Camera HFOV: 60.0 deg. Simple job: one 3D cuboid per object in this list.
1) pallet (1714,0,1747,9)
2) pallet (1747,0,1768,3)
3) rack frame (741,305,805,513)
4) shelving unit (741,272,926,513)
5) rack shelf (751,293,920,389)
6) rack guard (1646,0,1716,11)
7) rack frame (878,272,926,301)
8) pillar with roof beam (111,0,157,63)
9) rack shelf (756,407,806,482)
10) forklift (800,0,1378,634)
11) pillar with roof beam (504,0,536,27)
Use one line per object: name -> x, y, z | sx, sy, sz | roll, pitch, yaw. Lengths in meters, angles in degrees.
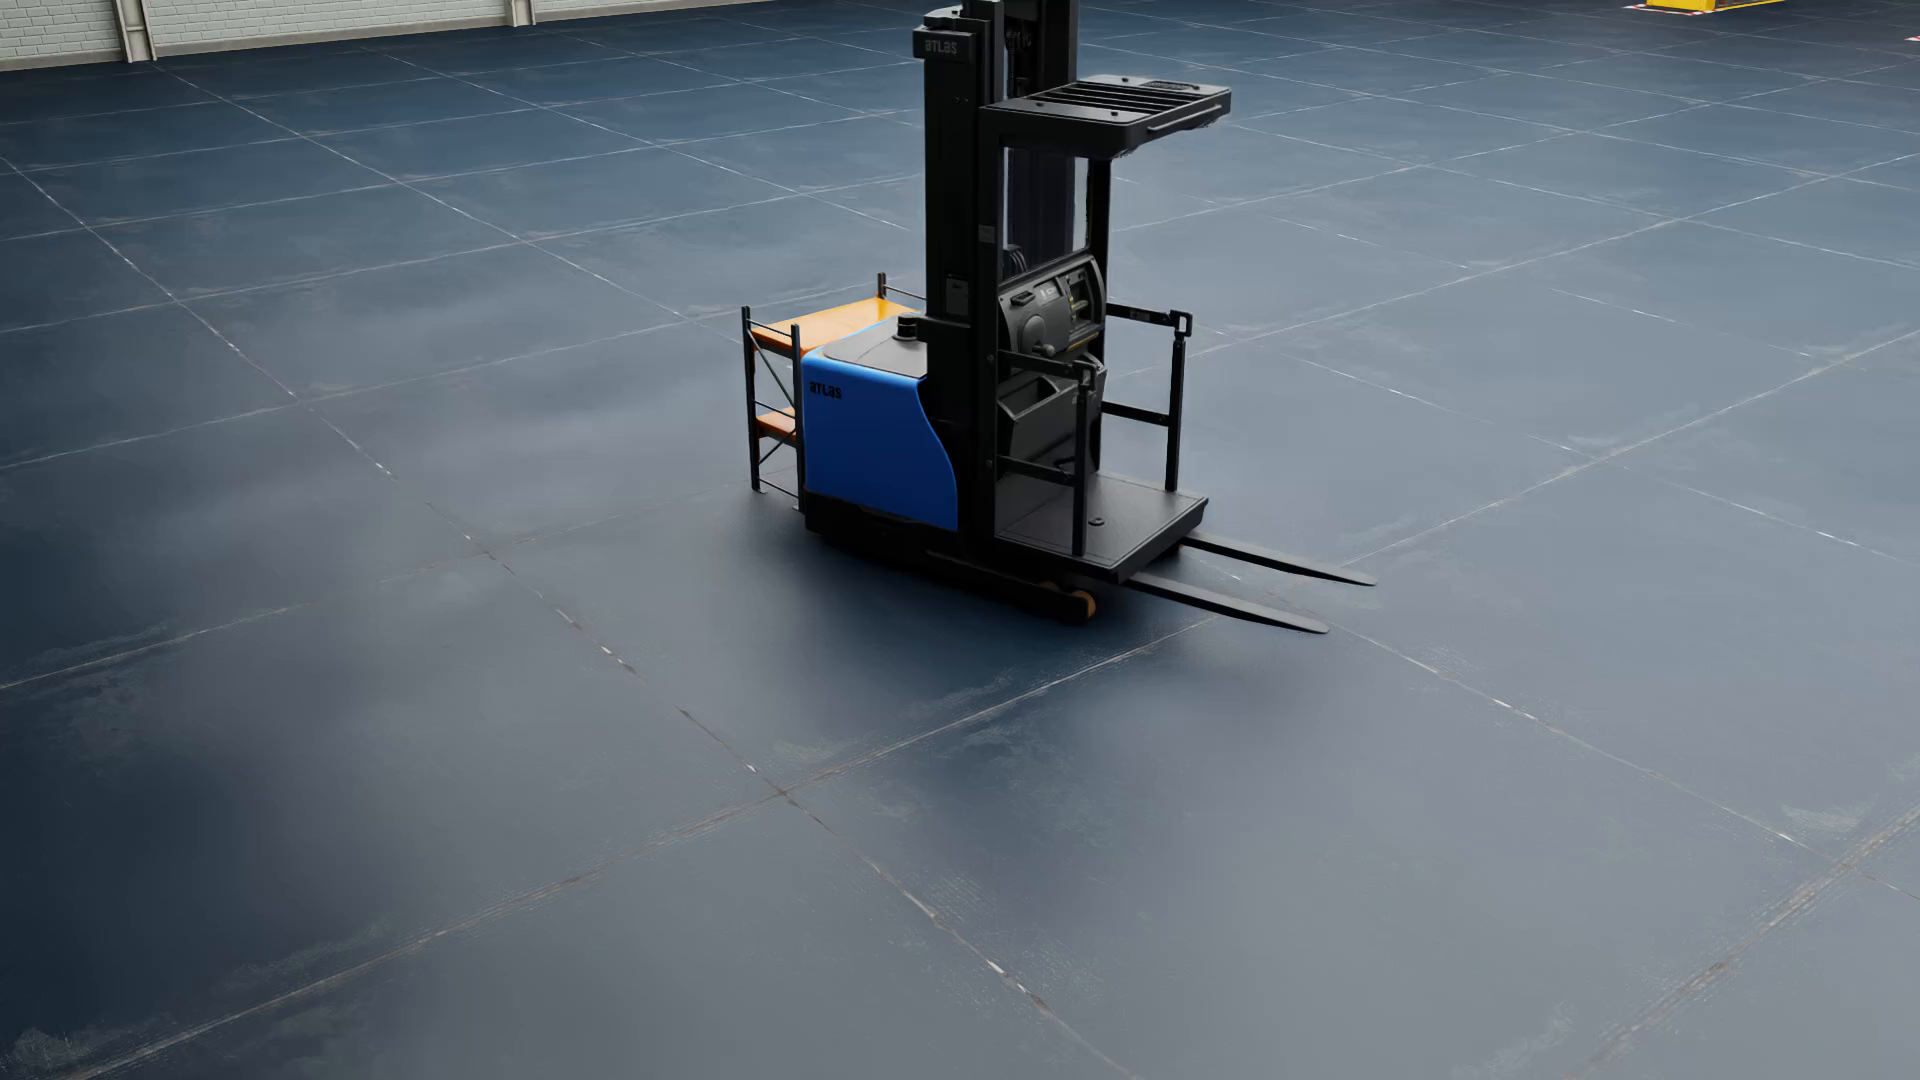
pallet -> 13.587, -9.891, 30.312 | 1.213, 0.211, 1.003 | -18, 31, -34
pallet -> 14.546, -10.206, 30.991 | 1.213, 0.211, 1.003 | -18, 31, -34
rack frame -> -1.061, -0.745, 9.517 | 0.032, 1.125, 0.500 | -21, 32, -38
shelving unit -> -0.689, -0.891, 9.832 | 1.048, 1.125, 0.538 | -21, 32, -38
rack shelf -> -0.690, -1.156, 9.709 | 1.000, 0.278, 0.538 | -21, 32, -38
rack guard -> 12.944, -9.813, 29.800 | 0.348, 0.500, 1.175 | -18, 31, -34
rack frame -> -0.318, -1.037, 10.147 | 0.032, 1.125, 0.500 | -21, 32, -38
pillar with roof beam -> -9.412, -9.723, 19.510 | 0.400, 9.000, 9.100 | -18, 31, -34
rack shelf -> -0.689, -0.669, 9.935 | 1.000, 0.278, 0.538 | -21, 32, -38
forklift -> 0.642, -1.163, 8.274 | 3.031, 2.935, 1.130 | 16, 29, 30
pillar with roof beam -> -4.691, -11.281, 22.868 | 0.400, 9.000, 9.100 | -18, 31, -34
